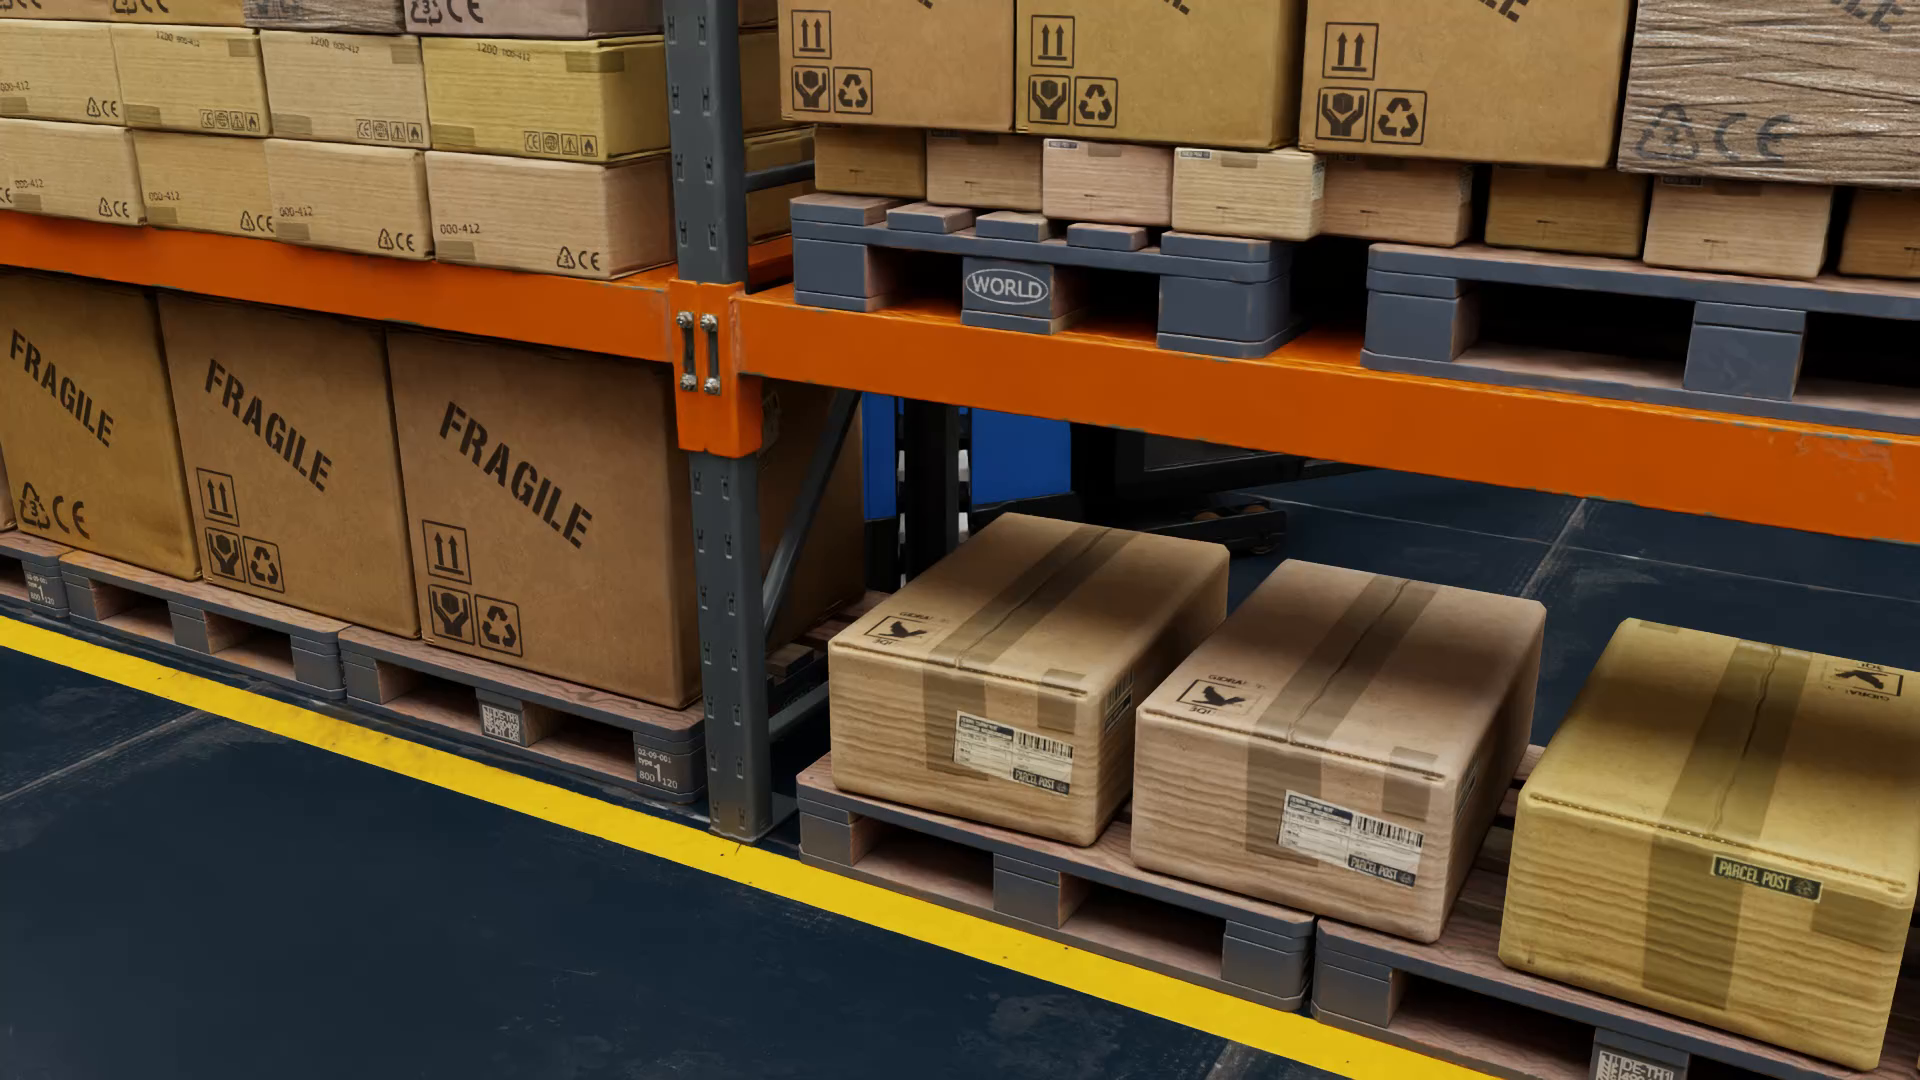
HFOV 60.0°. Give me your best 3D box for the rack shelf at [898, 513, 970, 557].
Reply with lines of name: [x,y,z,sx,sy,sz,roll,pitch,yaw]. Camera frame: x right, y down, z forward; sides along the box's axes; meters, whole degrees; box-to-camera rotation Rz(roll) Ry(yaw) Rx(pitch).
rack shelf: [-0.074,-0.031,4.729,0.200,0.077,0.258,0,20,-1]

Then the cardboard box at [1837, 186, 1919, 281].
cardboard box: [1.548,-0.517,2.643,0.250,0.149,0.380,10,22,25]

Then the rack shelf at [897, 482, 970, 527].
rack shelf: [-0.074,-0.116,4.698,0.200,0.077,0.258,0,20,-1]

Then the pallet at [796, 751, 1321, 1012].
pallet: [0.385,0.591,3.927,1.213,0.211,1.003,11,23,27]

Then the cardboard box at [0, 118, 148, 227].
cardboard box: [-2.209,-1.032,4.532,0.500,0.250,0.500,10,22,26]

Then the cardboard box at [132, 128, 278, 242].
cardboard box: [-1.750,-0.956,4.321,0.500,0.250,0.500,11,22,27]

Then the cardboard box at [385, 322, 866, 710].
cardboard box: [-0.859,-0.189,4.487,0.875,0.875,0.875,11,22,27]

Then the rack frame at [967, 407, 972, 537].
rack frame: [0.027,-0.063,4.720,0.006,0.900,0.240,0,20,-1]

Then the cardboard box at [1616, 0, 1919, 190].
cardboard box: [1.342,-0.835,2.569,0.500,0.500,0.500,10,22,25]

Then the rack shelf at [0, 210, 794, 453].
rack shelf: [-2.042,-0.845,4.851,4.000,0.370,1.077,11,23,27]

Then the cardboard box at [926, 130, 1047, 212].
cardboard box: [0.127,-0.764,3.324,0.250,0.149,0.380,9,22,24]

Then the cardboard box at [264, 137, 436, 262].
cardboard box: [-1.318,-0.867,4.077,0.500,0.250,0.500,11,23,28]

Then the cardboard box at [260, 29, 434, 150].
cardboard box: [-1.293,-1.104,3.997,0.500,0.250,0.500,10,22,26]

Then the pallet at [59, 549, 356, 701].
pallet: [-2.009,0.103,5.270,1.213,0.211,1.003,11,23,27]

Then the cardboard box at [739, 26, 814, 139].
cardboard box: [-0.618,-1.173,4.187,0.500,0.250,0.500,11,22,27]

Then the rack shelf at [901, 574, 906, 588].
rack shelf: [-0.074,0.138,4.791,0.200,0.077,0.258,0,20,-1]

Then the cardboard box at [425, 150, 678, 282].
cardboard box: [-0.865,-0.787,3.856,0.500,0.250,0.500,10,22,25]

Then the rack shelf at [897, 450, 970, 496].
rack shelf: [-0.074,-0.201,4.668,0.200,0.077,0.258,0,20,-1]

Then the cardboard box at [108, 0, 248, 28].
cardboard box: [-1.758,-1.543,4.108,0.500,0.500,0.500,11,23,27]

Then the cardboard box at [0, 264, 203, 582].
cardboard box: [-2.416,-0.487,5.310,0.875,0.875,0.875,12,23,29]

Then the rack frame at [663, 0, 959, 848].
rack frame: [-0.296,-0.851,3.811,0.127,3.000,1.000,11,23,27]

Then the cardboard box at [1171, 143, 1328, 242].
cardboard box: [0.574,-0.652,3.017,0.250,0.149,0.380,11,23,28]

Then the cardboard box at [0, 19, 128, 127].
cardboard box: [-2.203,-1.270,4.453,0.500,0.250,0.500,10,22,26]

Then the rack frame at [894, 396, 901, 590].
rack frame: [-0.176,-0.062,4.716,0.006,0.900,0.240,0,20,-1]

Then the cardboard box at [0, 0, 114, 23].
cardboard box: [-2.196,-1.630,4.346,0.500,0.500,0.500,10,22,26]

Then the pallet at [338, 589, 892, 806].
pallet: [-0.948,0.307,4.710,1.213,0.211,1.003,11,23,27]

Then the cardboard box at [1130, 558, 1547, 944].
cardboard box: [0.840,0.404,3.589,0.625,0.372,0.950,10,22,26]

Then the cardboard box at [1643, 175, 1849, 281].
cardboard box: [1.284,-0.537,2.700,0.250,0.149,0.380,12,23,29]

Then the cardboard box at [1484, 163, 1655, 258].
cardboard box: [1.088,-0.600,2.874,0.250,0.149,0.380,12,23,29]

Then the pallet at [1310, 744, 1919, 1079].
pallet: [1.446,0.794,3.367,1.213,0.211,1.003,11,23,27]

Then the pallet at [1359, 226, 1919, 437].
pallet: [1.452,-0.443,2.970,1.213,0.211,1.003,11,23,27]

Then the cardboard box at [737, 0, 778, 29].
cardboard box: [-0.608,-1.523,4.051,0.500,0.500,0.500,10,22,26]

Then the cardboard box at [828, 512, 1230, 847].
cardboard box: [0.192,0.284,3.921,0.625,0.372,0.950,9,22,24]

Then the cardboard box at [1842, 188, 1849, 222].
cardboard box: [1.743,-0.676,3.082,0.250,0.149,0.380,12,23,29]

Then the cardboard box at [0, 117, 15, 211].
cardboard box: [-2.641,-1.118,4.768,0.500,0.250,0.500,11,22,27]

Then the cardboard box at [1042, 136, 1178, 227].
cardboard box: [0.343,-0.704,3.161,0.250,0.149,0.380,9,22,24]

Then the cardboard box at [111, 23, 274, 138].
cardboard box: [-1.750,-1.183,4.215,0.500,0.250,0.500,10,22,26]

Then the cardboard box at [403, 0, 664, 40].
cardboard box: [-0.875,-1.376,3.646,0.500,0.500,0.500,10,22,26]

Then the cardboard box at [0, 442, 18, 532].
cardboard box: [-3.208,-0.635,5.717,0.875,0.875,0.875,12,23,29]

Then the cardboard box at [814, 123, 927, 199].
cardboard box: [-0.103,-0.821,3.481,0.250,0.149,0.380,9,22,24]

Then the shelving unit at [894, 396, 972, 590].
shelving unit: [-0.074,-0.063,4.718,0.210,0.900,0.258,0,20,-1]

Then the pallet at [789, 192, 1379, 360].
pallet: [0.378,-0.674,3.605,1.003,0.211,1.213,11,23,27]

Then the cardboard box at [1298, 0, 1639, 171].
cardboard box: [0.909,-0.920,2.805,0.500,0.500,0.500,11,23,28]

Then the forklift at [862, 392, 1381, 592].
forklift: [0.575,-1.461,5.594,3.031,2.935,1.130,-8,21,-21]

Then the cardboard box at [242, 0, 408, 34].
cardboard box: [-1.327,-1.459,3.875,0.500,0.500,0.500,11,23,28]

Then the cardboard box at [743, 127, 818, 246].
cardboard box: [-0.601,-0.936,4.268,0.500,0.250,0.500,10,22,26]

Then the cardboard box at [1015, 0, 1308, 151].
cardboard box: [0.442,-1.007,3.043,0.500,0.500,0.500,12,23,30]

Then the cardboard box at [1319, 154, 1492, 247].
cardboard box: [0.822,-0.636,2.971,0.250,0.149,0.380,12,23,30]

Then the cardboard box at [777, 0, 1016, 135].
cardboard box: [-0.016,-1.091,3.276,0.500,0.500,0.500,10,22,26]

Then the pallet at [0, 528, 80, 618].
pallet: [-3.078,-0.099,5.829,1.213,0.211,1.003,11,23,27]

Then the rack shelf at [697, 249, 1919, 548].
rack shelf: [1.450,-0.180,3.017,4.000,0.370,1.077,11,23,27]

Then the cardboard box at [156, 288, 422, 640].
cardboard box: [-1.636,-0.338,4.899,0.875,0.875,0.875,11,23,28]

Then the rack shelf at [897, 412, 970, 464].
rack shelf: [-0.074,-0.285,4.637,0.200,0.077,0.258,0,20,-1]

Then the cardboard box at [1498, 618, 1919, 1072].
cardboard box: [1.499,0.532,3.237,0.625,0.372,0.950,12,23,29]

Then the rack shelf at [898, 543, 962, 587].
rack shelf: [-0.074,0.053,4.760,0.200,0.077,0.258,0,20,-1]

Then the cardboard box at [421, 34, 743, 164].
cardboard box: [-0.843,-1.020,3.765,0.500,0.250,0.500,11,23,27]
